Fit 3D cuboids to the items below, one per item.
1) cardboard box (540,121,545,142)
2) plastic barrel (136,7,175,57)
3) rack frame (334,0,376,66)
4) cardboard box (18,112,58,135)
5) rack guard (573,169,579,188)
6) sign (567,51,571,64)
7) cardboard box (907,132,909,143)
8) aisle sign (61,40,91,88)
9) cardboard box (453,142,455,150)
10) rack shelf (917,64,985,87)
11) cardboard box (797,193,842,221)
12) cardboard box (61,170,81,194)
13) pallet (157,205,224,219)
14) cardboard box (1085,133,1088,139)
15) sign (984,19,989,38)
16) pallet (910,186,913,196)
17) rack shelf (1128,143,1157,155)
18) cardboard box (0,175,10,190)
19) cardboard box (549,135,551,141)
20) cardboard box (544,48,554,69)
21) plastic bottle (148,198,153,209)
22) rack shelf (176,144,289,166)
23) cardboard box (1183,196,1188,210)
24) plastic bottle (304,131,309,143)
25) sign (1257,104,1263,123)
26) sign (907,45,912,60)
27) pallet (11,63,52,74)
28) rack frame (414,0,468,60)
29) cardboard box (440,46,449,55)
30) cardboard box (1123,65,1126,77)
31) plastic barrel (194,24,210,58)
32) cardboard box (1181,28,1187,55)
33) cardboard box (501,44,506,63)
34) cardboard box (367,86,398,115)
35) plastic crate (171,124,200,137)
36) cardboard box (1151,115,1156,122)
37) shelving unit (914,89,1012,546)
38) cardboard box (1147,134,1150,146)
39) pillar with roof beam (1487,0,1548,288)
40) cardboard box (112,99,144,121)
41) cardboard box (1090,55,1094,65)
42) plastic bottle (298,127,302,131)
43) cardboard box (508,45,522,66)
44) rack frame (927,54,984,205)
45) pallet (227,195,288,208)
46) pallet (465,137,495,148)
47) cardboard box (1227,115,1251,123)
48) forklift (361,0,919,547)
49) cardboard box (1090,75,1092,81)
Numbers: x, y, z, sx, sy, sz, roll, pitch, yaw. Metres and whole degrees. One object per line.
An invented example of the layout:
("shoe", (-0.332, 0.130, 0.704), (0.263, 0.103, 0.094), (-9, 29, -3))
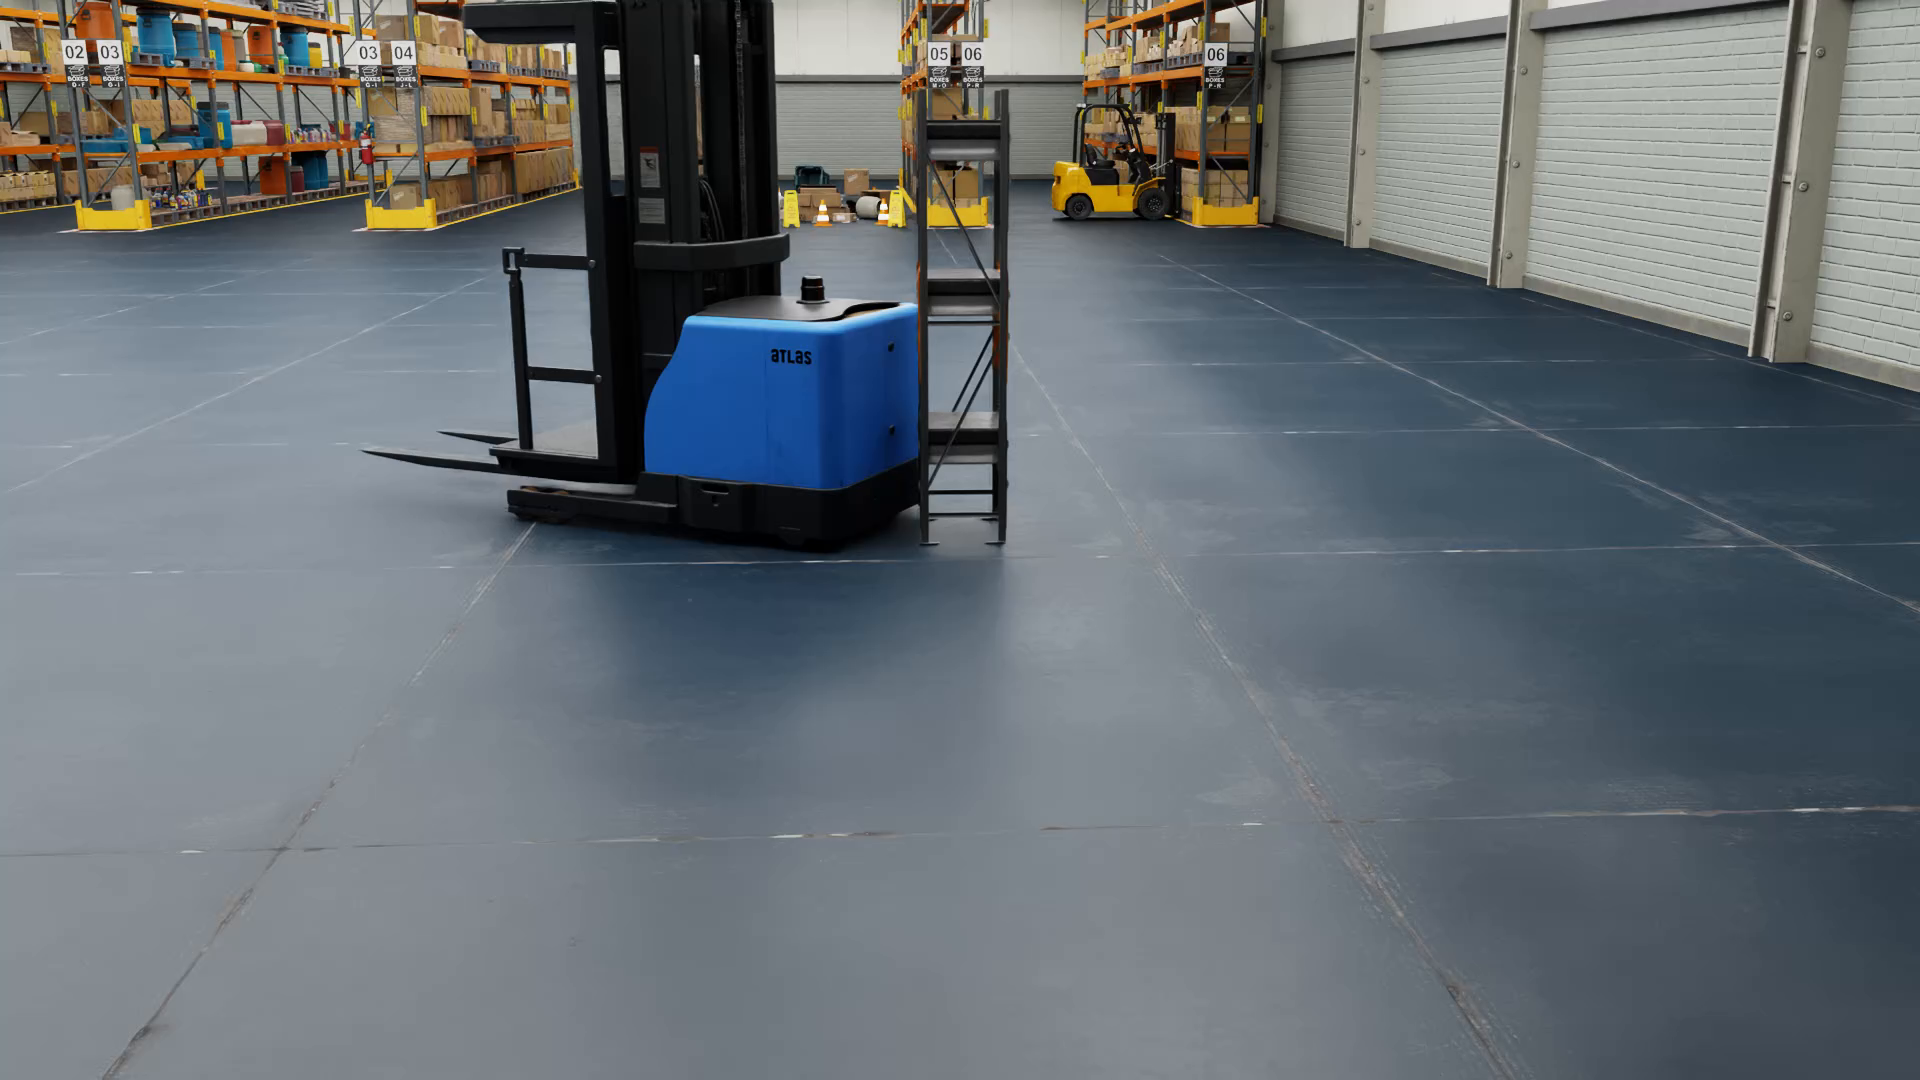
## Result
("cardboard box", (-10.416, -9.948, 40.471), (0.500, 0.500, 0.500), (-1, 14, -3))
("plastic barrel", (-15.211, -9.595, 31.432), (0.600, 0.901, 0.708), (-1, 14, -3))
("rack frame", (-15.909, -13.836, 43.740), (1.000, 3.000, 0.127), (-1, 14, -3))
("cardboard box", (-20.509, -9.272, 36.999), (0.700, 0.500, 0.500), (-6, 16, -22))
("rack guard", (-10.967, -9.802, 45.120), (1.175, 0.500, 0.348), (-1, 14, -3))
("sign", (-10.423, -12.855, 44.330), (0.100, 0.325, 0.005), (-1, 14, -3))
("cardboard box", (-0.992, -9.598, 39.611), (0.500, 0.250, 0.500), (-1, 14, -4))
("aisle sign", (-15.210, -8.188, 28.611), (0.394, 0.787, 0.004), (-1, 14, -3))
("cardboard box", (-9.887, -7.540, 31.816), (0.380, 0.149, 0.250), (-1, 14, -3))
("rack shelf", (-0.207, -8.782, 31.563), (1.077, 0.370, 4.000), (-1, 14, -3))
("cardboard box", (-2.719, -6.369, 31.771), (0.797, 0.503, 0.637), (-13, 20, -42))
("cardboard box", (-20.138, -8.115, 37.681), (0.500, 0.500, 0.500), (-1, 14, -5))
("pallet", (-15.165, -6.428, 32.585), (1.003, 0.211, 1.213), (-1, 14, -3))
("cardboard box", (3.626, -11.030, 45.378), (0.380, 0.149, 0.250), (-1, 14, -4))
("sign", (0.458, -9.065, 29.464), (0.100, 0.325, 0.005), (-1, 14, -3))
("pallet", (-0.704, -8.624, 41.120), (1.003, 0.211, 1.213), (-1, 14, -3))
("rack shelf", (4.499, -8.402, 36.105), (1.077, 0.370, 4.000), (-1, 14, -3))
("cardboard box", (-19.945, -7.374, 34.214), (0.500, 0.311, 0.500), (-1, 14, -5))
("cardboard box", (-10.420, -10.034, 41.510), (0.380, 0.149, 0.250), (-1, 14, -5))
("cardboard box", (-10.746, -12.225, 42.255), (0.700, 0.500, 0.500), (0, 14, -1))
("plastic bottle", (-15.342, -6.363, 31.470), (0.097, 0.201, 0.097), (0, 14, 0))
("rack shelf", (-15.289, -8.095, 34.912), (1.077, 0.370, 4.000), (-1, 14, -3))
("cardboard box", (4.505, -6.366, 31.422), (0.500, 0.250, 0.500), (-1, 14, -3))
("plastic bottle", (-15.203, -9.338, 38.549), (0.152, 0.276, 0.135), (-1, 14, -3))
("sign", (5.425, -7.723, 30.125), (0.100, 0.325, 0.005), (-1, 14, -3))
("sign", (-1.133, -10.905, 37.174), (0.100, 0.325, 0.005), (-1, 14, -3))
("pallet", (-20.226, -10.059, 35.461), (1.213, 0.211, 1.003), (0, 14, -1))
("rack frame", (-10.222, -10.928, 32.438), (1.000, 3.000, 0.127), (-1, 14, -3))
("cardboard box", (-9.827, -9.191, 31.211), (0.380, 0.149, 0.250), (0, 14, -1))
("cardboard box", (4.069, -10.877, 38.561), (0.500, 0.250, 0.500), (-1, 14, -3))
("plastic barrel", (-15.454, -9.927, 33.563), (0.600, 0.901, 0.600), (0, 14, 0))
("cardboard box", (4.638, -9.521, 31.741), (0.797, 0.503, 0.637), (0, 14, -2))
("cardboard box", (-10.191, -10.646, 36.158), (0.500, 0.500, 0.500), (-1, 14, -2))
("cardboard box", (-10.255, -7.837, 29.662), (0.500, 0.500, 0.500), (-1, 14, -3))
("plastic crate", (-15.501, -8.093, 33.331), (0.402, 0.464, 0.583), (-1, 14, -3))
("cardboard box", (4.235, -8.886, 35.040), (0.380, 0.149, 0.250), (-1, 14, -5))
("shelving unit", (0.008, -1.055, 7.914), (0.431, 2.100, 0.503), (-1, 14, -2))
("cardboard box", (4.294, -8.550, 35.540), (0.500, 0.250, 0.500), (-1, 14, -3))
("pillar with roof beam", (2.174, -7.300, 18.338), (9.100, 9.000, 0.400), (-1, 14, -3))
("cardboard box", (-20.353, -10.514, 40.663), (0.500, 0.500, 0.500), (-1, 14, -2))
("cardboard box", (3.714, -12.638, 43.805), (0.500, 0.250, 0.500), (-1, 14, -4))
("plastic bottle", (-15.960, -9.809, 40.229), (0.144, 0.351, 0.185), (-1, 14, -3))
("cardboard box", (-10.618, -11.231, 38.587), (0.797, 0.503, 0.637), (-1, 14, -4))
("rack frame", (-0.083, -7.180, 29.914), (1.000, 3.000, 0.127), (-1, 14, -3))
("pallet", (-15.404, -7.397, 36.352), (1.003, 0.211, 1.213), (-1, 14, -3))
("pallet", (-10.124, -8.122, 33.957), (1.003, 0.211, 1.213), (-1, 14, -3))
("cardboard box", (5.109, -7.709, 30.466), (0.380, 0.149, 0.250), (-1, 14, -5))
("forklift", (-1.733, -1.612, 8.410), (3.031, 2.935, 1.130), (6, 16, 23))
("cardboard box", (3.645, -12.228, 44.016), (0.380, 0.149, 0.250), (-1, 14, -4))
